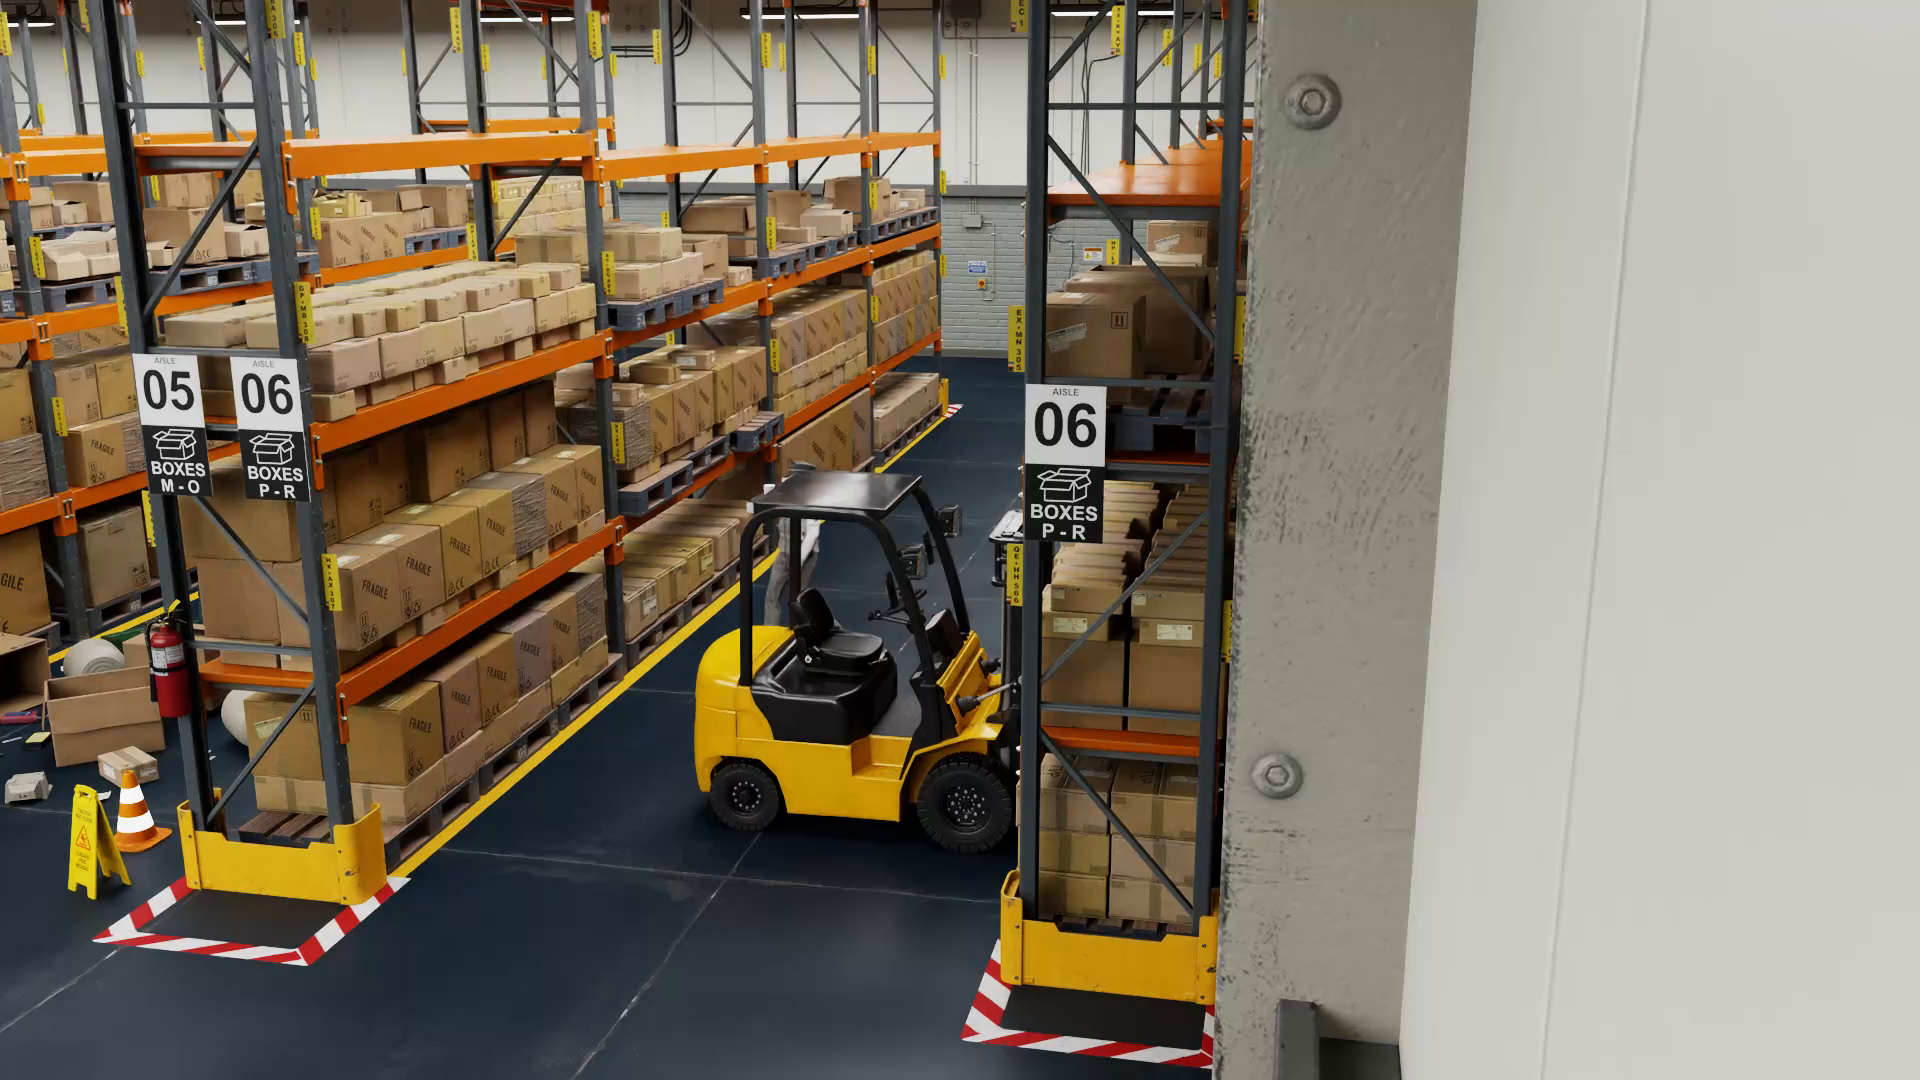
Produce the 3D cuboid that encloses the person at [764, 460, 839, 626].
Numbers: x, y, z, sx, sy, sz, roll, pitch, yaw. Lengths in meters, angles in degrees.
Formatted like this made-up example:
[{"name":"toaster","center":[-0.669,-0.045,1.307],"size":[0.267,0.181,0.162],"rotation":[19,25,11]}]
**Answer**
[{"name":"person","center":[-1.430,0.137,14.029],"size":[0.831,1.627,0.512],"rotation":[-13,19,-39]}]
